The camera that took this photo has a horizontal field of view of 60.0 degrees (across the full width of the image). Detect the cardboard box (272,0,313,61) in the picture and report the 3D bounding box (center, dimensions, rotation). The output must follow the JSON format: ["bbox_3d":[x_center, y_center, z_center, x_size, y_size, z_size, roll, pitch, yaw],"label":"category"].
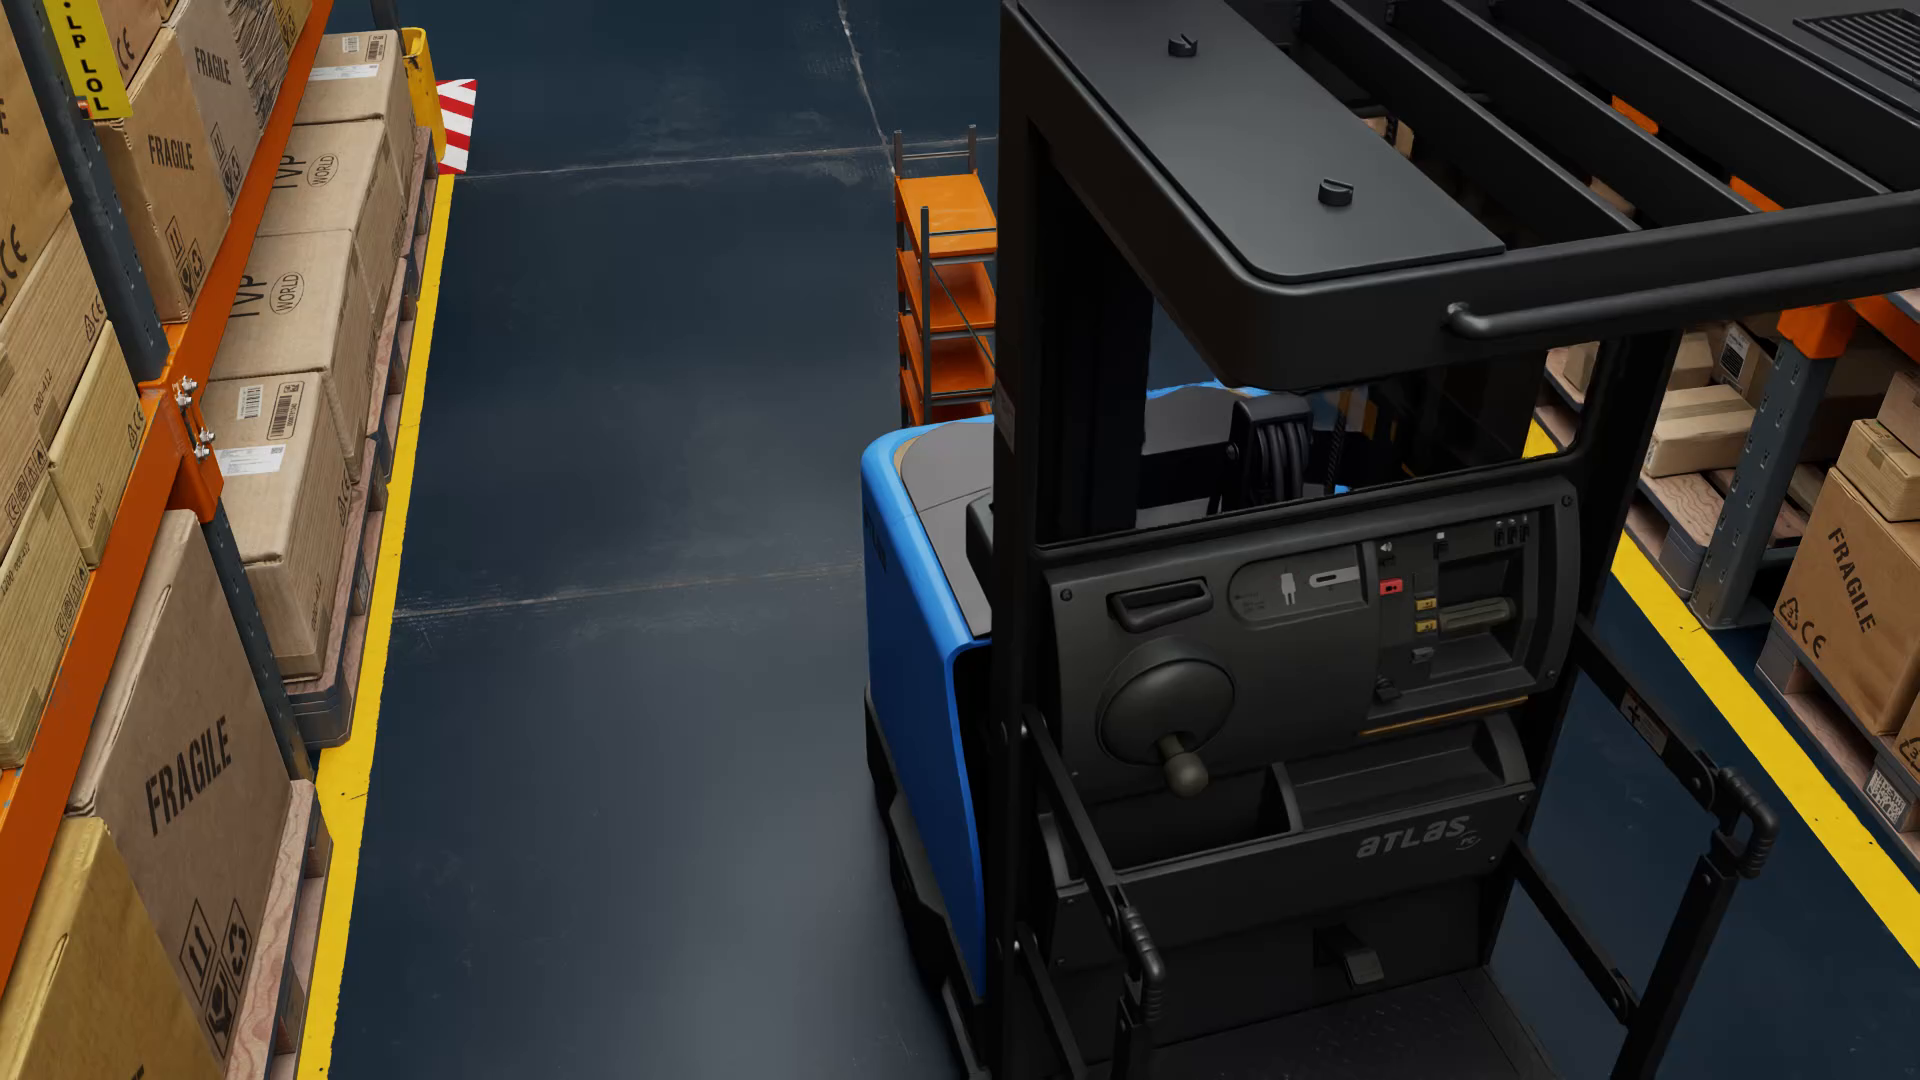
[{"bbox_3d":[-2.282,-1.732,4.953,0.500,0.500,0.500,-5,38,-7],"label":"cardboard box"}]

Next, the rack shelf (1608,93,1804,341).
[{"bbox_3d":[2.333,-1.925,5.869,1.077,0.370,4.000,-6,38,-8],"label":"rack shelf"}]

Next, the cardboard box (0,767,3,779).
[{"bbox_3d":[-1.718,0.453,2.344,0.500,0.250,0.500,-7,38,-9],"label":"cardboard box"}]

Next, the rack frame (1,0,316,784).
[{"bbox_3d":[-2.203,-0.465,3.403,1.000,3.000,0.127,-6,38,-8],"label":"rack frame"}]

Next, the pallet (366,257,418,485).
[{"bbox_3d":[-2.476,-0.569,5.811,1.003,0.211,1.213,-6,38,-8],"label":"pallet"}]

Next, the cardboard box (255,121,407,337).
[{"bbox_3d":[-2.521,-1.095,5.960,0.875,0.438,0.875,-5,38,-7],"label":"cardboard box"}]

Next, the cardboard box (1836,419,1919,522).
[{"bbox_3d":[2.485,-0.190,4.216,0.380,0.149,0.250,-5,38,-6],"label":"cardboard box"}]

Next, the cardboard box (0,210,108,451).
[{"bbox_3d":[-1.886,-0.363,2.986,0.500,0.250,0.500,-6,38,-8],"label":"cardboard box"}]

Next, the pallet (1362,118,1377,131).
[{"bbox_3d":[2.136,-1.788,7.380,1.003,0.211,1.213,-6,38,-8],"label":"pallet"}]

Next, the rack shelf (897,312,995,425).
[{"bbox_3d":[-0.029,-0.521,5.052,0.258,0.148,0.480,-6,38,-8],"label":"rack shelf"}]

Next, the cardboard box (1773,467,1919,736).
[{"bbox_3d":[2.547,0.137,4.324,0.500,0.500,0.500,-5,38,-6],"label":"cardboard box"}]

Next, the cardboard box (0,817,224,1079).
[{"bbox_3d":[-1.849,1.119,2.754,0.875,0.875,0.875,-5,38,-7],"label":"cardboard box"}]

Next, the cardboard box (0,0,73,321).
[{"bbox_3d":[-1.877,-0.656,2.753,0.500,0.500,0.500,-5,38,-6],"label":"cardboard box"}]

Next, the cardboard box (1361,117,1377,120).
[{"bbox_3d":[1.996,-2.217,7.351,0.797,0.503,0.637,-8,38,-10],"label":"cardboard box"}]

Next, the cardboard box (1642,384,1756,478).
[{"bbox_3d":[2.297,-0.346,5.231,0.380,0.149,0.250,-7,38,-9],"label":"cardboard box"}]

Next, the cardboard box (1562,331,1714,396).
[{"bbox_3d":[2.234,-0.607,5.473,0.396,0.266,0.258,-5,38,-6],"label":"cardboard box"}]

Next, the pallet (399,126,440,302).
[{"bbox_3d":[-2.687,-1.305,6.758,1.003,0.211,1.213,-6,38,-8],"label":"pallet"}]

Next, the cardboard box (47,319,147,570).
[{"bbox_3d":[-1.876,-0.161,3.135,0.500,0.250,0.500,-7,38,-9],"label":"cardboard box"}]

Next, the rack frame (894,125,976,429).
[{"bbox_3d":[-0.072,-0.721,5.200,0.240,1.200,0.015,-6,38,-8],"label":"rack frame"}]

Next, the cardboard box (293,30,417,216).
[{"bbox_3d":[-2.690,-1.647,6.671,0.875,0.438,0.875,-7,38,-9],"label":"cardboard box"}]

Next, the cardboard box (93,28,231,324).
[{"bbox_3d":[-2.027,-0.816,3.773,0.500,0.500,0.500,-5,38,-6],"label":"cardboard box"}]

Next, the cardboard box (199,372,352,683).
[{"bbox_3d":[-2.207,-0.009,4.563,0.875,0.438,0.875,-7,38,-9],"label":"cardboard box"}]

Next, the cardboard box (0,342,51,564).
[{"bbox_3d":[-1.791,-0.061,2.599,0.500,0.250,0.500,-5,38,-7],"label":"cardboard box"}]

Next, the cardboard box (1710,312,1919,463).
[{"bbox_3d":[2.800,-0.529,5.335,0.500,0.311,0.500,-5,38,-6],"label":"cardboard box"}]

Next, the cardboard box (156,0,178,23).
[{"bbox_3d":[-2.130,-1.518,3.863,0.500,0.500,0.500,-7,38,-9],"label":"cardboard box"}]

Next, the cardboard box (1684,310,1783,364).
[{"bbox_3d":[2.724,-0.727,5.722,0.380,0.149,0.250,-7,38,-9],"label":"cardboard box"}]

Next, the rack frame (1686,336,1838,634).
[{"bbox_3d":[2.684,-1.001,4.093,1.000,3.000,0.127,-6,38,-8],"label":"rack frame"}]

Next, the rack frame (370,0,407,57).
[{"bbox_3d":[-2.904,-2.881,6.513,1.000,3.000,0.127,-6,38,-8],"label":"rack frame"}]

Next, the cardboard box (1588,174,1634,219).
[{"bbox_3d":[2.290,-1.068,5.875,0.700,0.500,0.500,-8,38,-10],"label":"cardboard box"}]

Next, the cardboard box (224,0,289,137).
[{"bbox_3d":[-2.192,-1.421,4.553,0.500,0.500,0.500,-6,38,-8],"label":"cardboard box"}]

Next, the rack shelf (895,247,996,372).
[{"bbox_3d":[-0.029,-0.697,4.915,0.258,0.148,0.480,-6,38,-8],"label":"rack shelf"}]

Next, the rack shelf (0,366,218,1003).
[{"bbox_3d":[-1.852,1.028,2.069,1.077,0.370,4.000,-6,38,-8],"label":"rack shelf"}]

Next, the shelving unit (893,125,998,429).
[{"bbox_3d":[-0.029,-0.574,5.011,0.258,1.200,0.503,-6,38,-8],"label":"shelving unit"}]

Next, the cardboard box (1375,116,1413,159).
[{"bbox_3d":[2.108,-1.695,6.682,0.700,0.500,0.500,-5,38,-6],"label":"cardboard box"}]

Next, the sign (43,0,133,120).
[{"bbox_3d":[-1.670,-0.955,3.155,0.100,0.325,0.005,-6,38,-8],"label":"sign"}]

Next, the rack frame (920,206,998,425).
[{"bbox_3d":[0.014,-0.426,4.821,0.240,1.200,0.015,-6,38,-8],"label":"rack frame"}]

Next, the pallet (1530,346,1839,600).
[{"bbox_3d":[2.564,-0.314,5.483,1.003,0.211,1.213,-6,38,-8],"label":"pallet"}]

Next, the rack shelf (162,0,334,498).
[{"bbox_3d":[-2.553,-1.388,5.179,1.077,0.370,4.000,-6,38,-8],"label":"rack shelf"}]

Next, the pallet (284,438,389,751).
[{"bbox_3d":[-2.259,0.169,4.860,1.003,0.211,1.213,-6,38,-8],"label":"pallet"}]

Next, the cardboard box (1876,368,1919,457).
[{"bbox_3d":[2.544,-0.314,4.133,0.380,0.149,0.250,-7,38,-9],"label":"cardboard box"}]

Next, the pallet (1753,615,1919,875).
[{"bbox_3d":[2.863,0.588,4.321,1.003,0.211,1.213,-6,38,-8],"label":"pallet"}]

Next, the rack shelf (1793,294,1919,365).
[{"bbox_3d":[3.034,0.491,2.759,1.077,0.370,4.000,-6,38,-8],"label":"rack shelf"}]

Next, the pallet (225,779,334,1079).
[{"bbox_3d":[-1.993,1.095,3.669,1.003,0.211,1.213,-6,38,-8],"label":"pallet"}]

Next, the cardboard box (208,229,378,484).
[{"bbox_3d":[-2.365,-0.550,5.259,0.875,0.438,0.875,-7,38,-9],"label":"cardboard box"}]

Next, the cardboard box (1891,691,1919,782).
[{"bbox_3d":[2.650,0.458,3.911,0.500,0.500,0.500,-7,38,-9],"label":"cardboard box"}]

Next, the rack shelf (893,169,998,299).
[{"bbox_3d":[-0.029,-0.884,4.770,0.258,0.148,0.480,-6,38,-8],"label":"rack shelf"}]

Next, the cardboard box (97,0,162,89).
[{"bbox_3d":[-2.048,-1.213,3.469,0.500,0.500,0.500,-6,38,-8],"label":"cardboard box"}]

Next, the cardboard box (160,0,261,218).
[{"bbox_3d":[-2.111,-1.120,4.165,0.500,0.500,0.500,-6,38,-8],"label":"cardboard box"}]

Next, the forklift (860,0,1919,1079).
[{"bbox_3d":[0.656,0.232,2.562,1.130,2.935,3.031,-10,39,-13],"label":"forklift"}]

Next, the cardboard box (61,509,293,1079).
[{"bbox_3d":[-2.015,0.575,3.455,0.875,0.875,0.875,-5,38,-7],"label":"cardboard box"}]

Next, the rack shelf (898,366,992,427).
[{"bbox_3d":[-0.029,-0.364,5.174,0.258,0.148,0.480,-6,38,-8],"label":"rack shelf"}]

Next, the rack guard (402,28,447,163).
[{"bbox_3d":[-2.908,-1.908,7.298,1.175,0.500,0.348,-6,38,-8],"label":"rack guard"}]

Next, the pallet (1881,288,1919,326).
[{"bbox_3d":[2.716,-0.430,3.516,1.003,0.211,1.213,-6,38,-8],"label":"pallet"}]

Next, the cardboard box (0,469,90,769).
[{"bbox_3d":[-1.788,0.146,2.739,0.500,0.250,0.500,-7,38,-9],"label":"cardboard box"}]
